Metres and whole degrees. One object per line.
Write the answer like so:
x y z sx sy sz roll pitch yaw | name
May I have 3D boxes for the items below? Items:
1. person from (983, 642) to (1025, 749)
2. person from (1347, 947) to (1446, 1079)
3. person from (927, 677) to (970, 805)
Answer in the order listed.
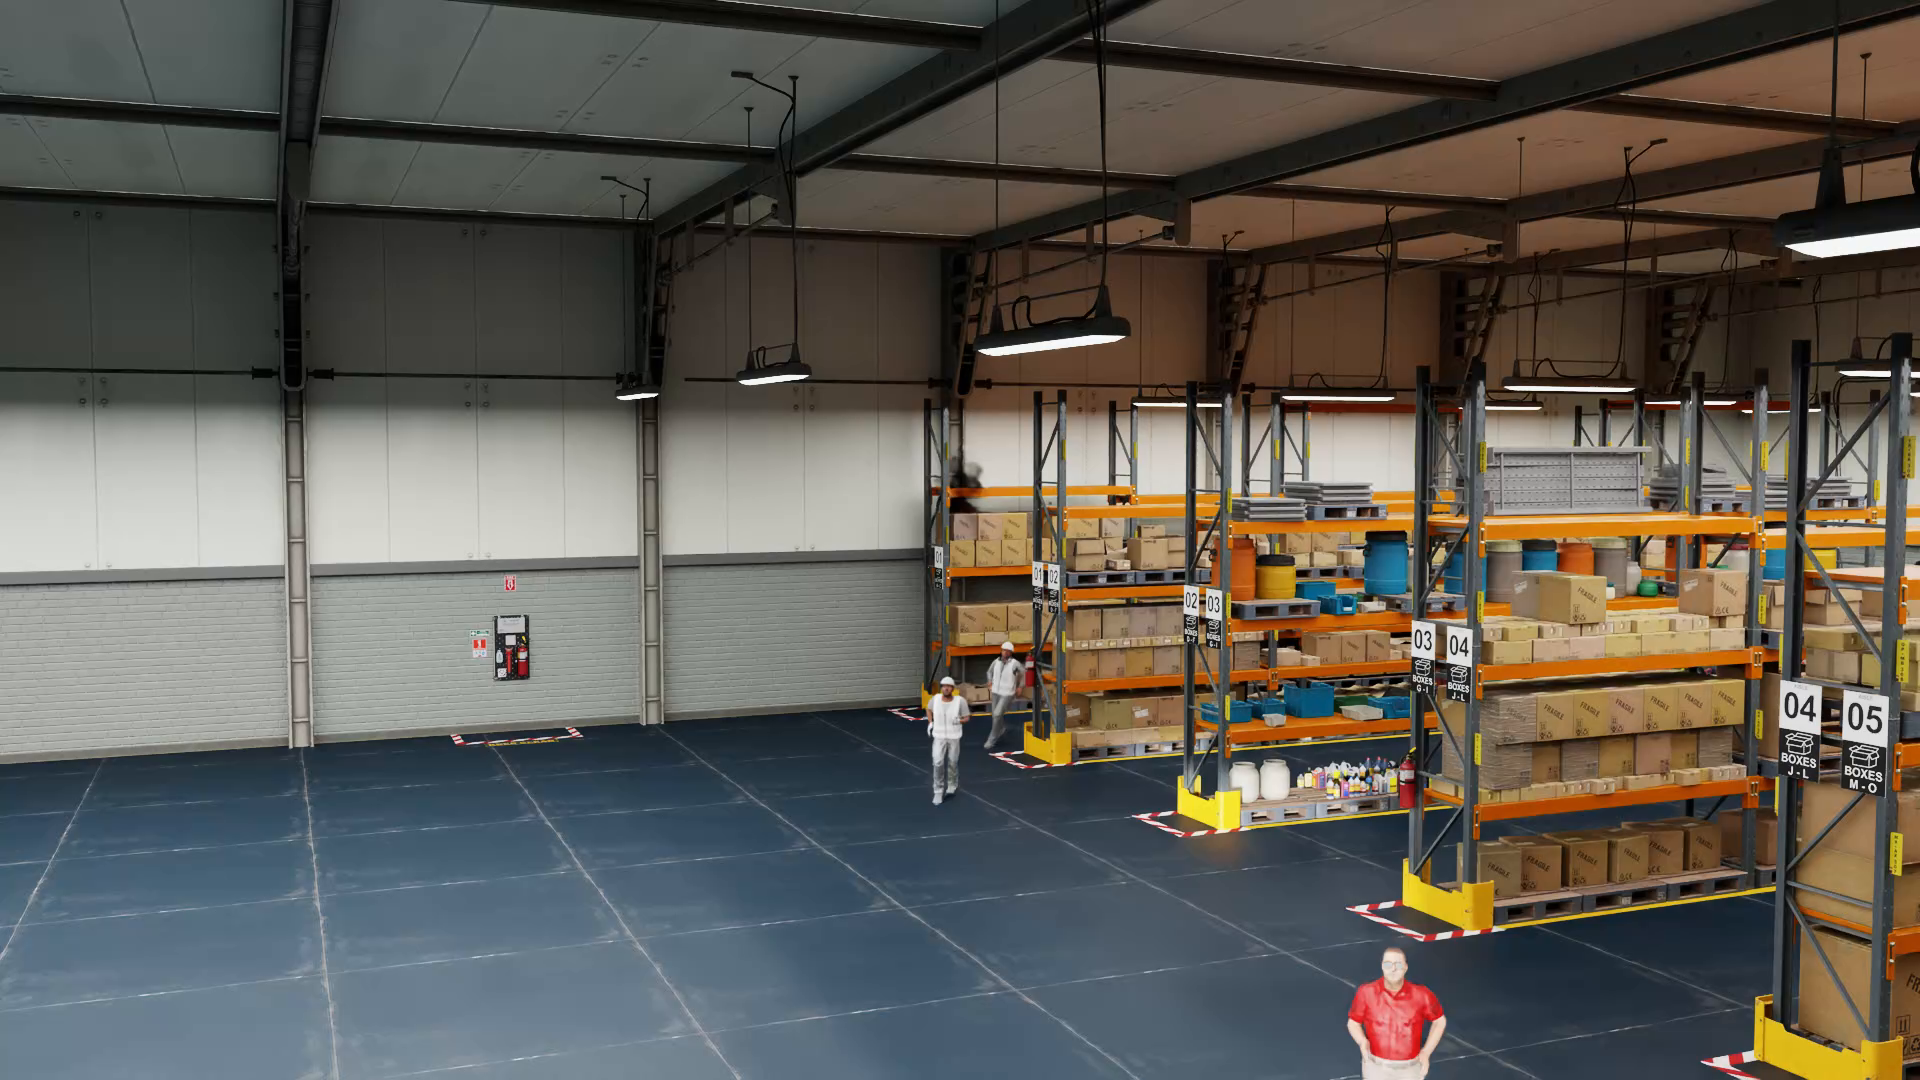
0.735 2.623 28.304 0.727 1.786 0.844 2 4 32 | person
2.962 3.643 11.356 0.651 1.680 0.592 1 4 19 | person
-0.178 2.873 23.885 0.652 1.838 0.778 0 3 5 | person
